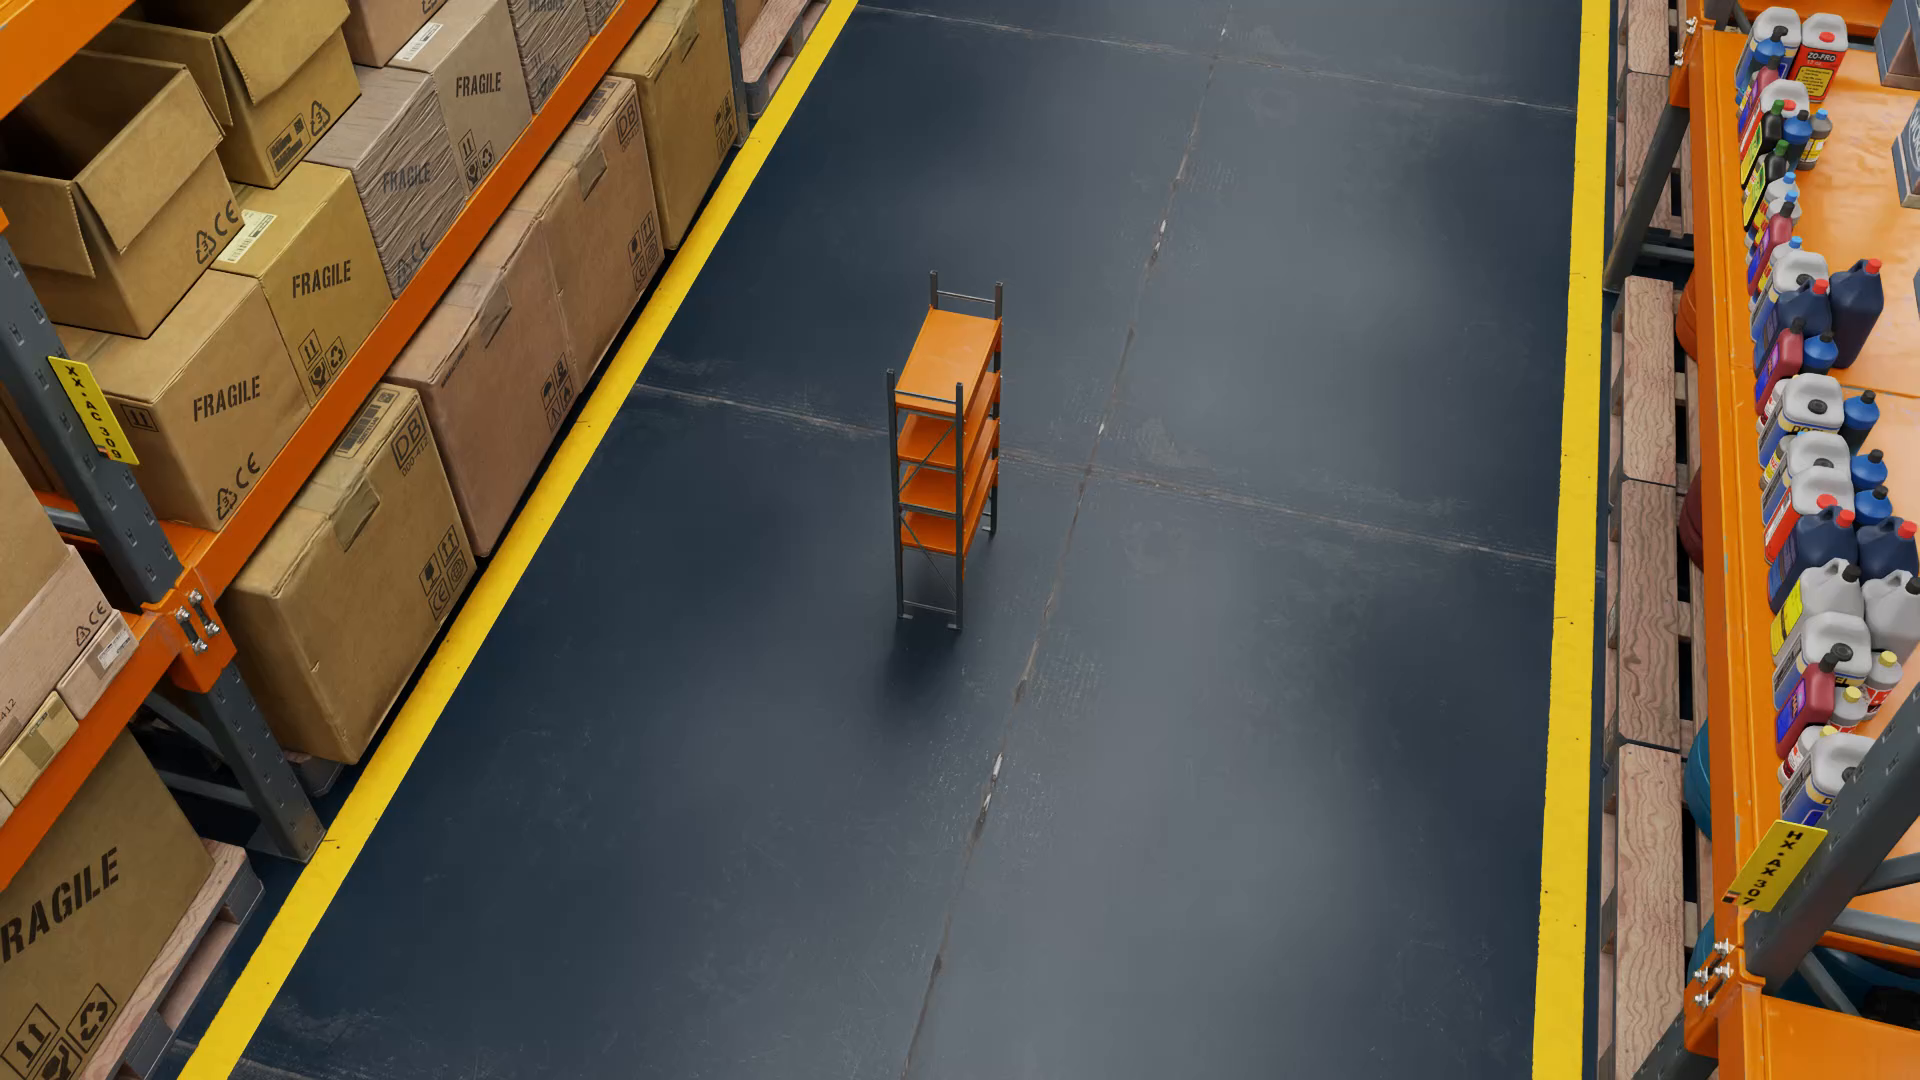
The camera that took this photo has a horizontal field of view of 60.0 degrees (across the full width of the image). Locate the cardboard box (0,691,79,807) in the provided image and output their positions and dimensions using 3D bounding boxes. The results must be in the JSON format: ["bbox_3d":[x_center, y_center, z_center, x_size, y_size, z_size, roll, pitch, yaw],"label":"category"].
[{"bbox_3d":[-2.388,0.461,4.010,0.380,0.149,0.250,12,50,11],"label":"cardboard box"}]

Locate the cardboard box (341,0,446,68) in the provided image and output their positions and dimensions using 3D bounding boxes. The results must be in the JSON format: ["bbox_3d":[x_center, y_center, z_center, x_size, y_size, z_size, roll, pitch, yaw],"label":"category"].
[{"bbox_3d":[-2.055,-1.870,5.164,0.797,0.503,0.637,13,50,11],"label":"cardboard box"}]

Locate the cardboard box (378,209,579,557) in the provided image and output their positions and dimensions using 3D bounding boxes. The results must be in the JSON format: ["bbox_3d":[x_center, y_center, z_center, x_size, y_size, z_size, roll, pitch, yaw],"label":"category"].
[{"bbox_3d":[-2.172,-0.643,5.954,1.225,0.875,0.875,10,49,9],"label":"cardboard box"}]

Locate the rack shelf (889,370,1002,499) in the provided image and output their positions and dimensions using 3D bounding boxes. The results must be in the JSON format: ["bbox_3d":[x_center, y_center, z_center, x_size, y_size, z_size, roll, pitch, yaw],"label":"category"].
[{"bbox_3d":[-0.044,-0.381,5.577,0.258,0.148,0.480,12,50,10],"label":"rack shelf"}]

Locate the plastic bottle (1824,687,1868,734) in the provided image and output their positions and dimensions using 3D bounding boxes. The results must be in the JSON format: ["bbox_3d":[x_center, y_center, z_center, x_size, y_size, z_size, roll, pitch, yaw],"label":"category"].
[{"bbox_3d":[2.112,0.426,4.006,0.097,0.201,0.097,0,49,0],"label":"plastic bottle"}]

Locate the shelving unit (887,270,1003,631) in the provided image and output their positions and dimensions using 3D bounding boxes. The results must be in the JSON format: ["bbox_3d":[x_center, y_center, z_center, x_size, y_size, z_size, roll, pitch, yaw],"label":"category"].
[{"bbox_3d":[-0.044,-0.277,5.694,0.258,1.200,0.503,12,50,10],"label":"shelving unit"}]

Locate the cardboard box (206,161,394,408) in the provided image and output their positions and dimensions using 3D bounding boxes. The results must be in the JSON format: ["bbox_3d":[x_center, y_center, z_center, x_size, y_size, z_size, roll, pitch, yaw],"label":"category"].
[{"bbox_3d":[-2.062,-0.774,4.866,0.500,0.500,0.500,12,50,10],"label":"cardboard box"}]

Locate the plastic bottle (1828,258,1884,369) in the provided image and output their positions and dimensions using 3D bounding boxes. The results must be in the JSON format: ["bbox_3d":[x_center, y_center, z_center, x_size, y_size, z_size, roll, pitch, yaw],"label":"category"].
[{"bbox_3d":[2.621,-0.694,4.895,0.144,0.351,0.185,12,50,10],"label":"plastic bottle"}]

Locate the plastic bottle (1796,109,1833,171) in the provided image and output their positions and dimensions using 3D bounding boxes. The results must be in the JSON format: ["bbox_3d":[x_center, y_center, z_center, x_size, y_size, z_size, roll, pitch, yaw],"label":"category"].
[{"bbox_3d":[2.853,-1.349,5.573,0.097,0.201,0.097,0,49,0],"label":"plastic bottle"}]

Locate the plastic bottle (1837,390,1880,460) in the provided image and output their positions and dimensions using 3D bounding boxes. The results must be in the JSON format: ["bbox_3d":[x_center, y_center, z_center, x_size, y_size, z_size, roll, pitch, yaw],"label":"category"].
[{"bbox_3d":[2.465,-0.306,4.605,0.097,0.271,0.097,0,49,0],"label":"plastic bottle"}]

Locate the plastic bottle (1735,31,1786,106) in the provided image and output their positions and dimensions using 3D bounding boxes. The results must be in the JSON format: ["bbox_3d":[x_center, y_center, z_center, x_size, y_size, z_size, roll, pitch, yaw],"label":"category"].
[{"bbox_3d":[2.793,-1.640,5.782,0.097,0.271,0.097,0,49,0],"label":"plastic bottle"}]

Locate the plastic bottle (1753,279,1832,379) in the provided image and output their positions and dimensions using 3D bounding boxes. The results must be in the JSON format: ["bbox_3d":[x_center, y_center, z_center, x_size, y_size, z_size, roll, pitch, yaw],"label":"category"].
[{"bbox_3d":[2.439,-0.627,4.835,0.144,0.351,0.185,12,50,10],"label":"plastic bottle"}]

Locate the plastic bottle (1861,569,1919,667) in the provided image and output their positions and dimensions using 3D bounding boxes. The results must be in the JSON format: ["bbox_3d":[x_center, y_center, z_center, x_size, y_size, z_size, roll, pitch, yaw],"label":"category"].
[{"bbox_3d":[2.288,0.199,4.107,0.144,0.351,0.185,12,50,10],"label":"plastic bottle"}]

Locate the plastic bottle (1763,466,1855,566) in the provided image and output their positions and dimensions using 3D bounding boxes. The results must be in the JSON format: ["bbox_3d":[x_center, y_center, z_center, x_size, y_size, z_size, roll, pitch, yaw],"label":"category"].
[{"bbox_3d":[2.243,-0.054,4.379,0.152,0.276,0.135,12,50,10],"label":"plastic bottle"}]

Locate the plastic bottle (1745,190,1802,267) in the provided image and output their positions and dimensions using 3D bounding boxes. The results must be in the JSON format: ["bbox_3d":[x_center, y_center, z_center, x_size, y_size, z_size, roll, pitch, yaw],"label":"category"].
[{"bbox_3d":[2.549,-0.971,5.192,0.097,0.271,0.097,0,49,0],"label":"plastic bottle"}]

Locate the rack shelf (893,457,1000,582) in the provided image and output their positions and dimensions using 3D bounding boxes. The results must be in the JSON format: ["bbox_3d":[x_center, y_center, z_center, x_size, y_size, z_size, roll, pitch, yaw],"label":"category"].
[{"bbox_3d":[-0.044,-0.101,5.894,0.258,0.148,0.480,12,50,10],"label":"rack shelf"}]

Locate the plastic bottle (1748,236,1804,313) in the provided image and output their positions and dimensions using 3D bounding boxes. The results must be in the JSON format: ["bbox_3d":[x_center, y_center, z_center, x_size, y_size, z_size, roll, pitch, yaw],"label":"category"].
[{"bbox_3d":[2.489,-0.804,5.045,0.097,0.271,0.097,0,49,0],"label":"plastic bottle"}]

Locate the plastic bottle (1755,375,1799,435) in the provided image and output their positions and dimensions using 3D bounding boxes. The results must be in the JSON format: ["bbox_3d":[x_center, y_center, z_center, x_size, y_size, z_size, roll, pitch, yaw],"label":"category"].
[{"bbox_3d":[2.344,-0.383,4.720,0.097,0.201,0.097,0,49,0],"label":"plastic bottle"}]

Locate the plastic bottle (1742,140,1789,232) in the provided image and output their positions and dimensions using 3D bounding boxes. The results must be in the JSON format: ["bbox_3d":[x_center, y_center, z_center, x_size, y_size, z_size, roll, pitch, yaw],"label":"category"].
[{"bbox_3d":[2.588,-1.133,5.327,0.061,0.283,0.133,12,50,10],"label":"plastic bottle"}]

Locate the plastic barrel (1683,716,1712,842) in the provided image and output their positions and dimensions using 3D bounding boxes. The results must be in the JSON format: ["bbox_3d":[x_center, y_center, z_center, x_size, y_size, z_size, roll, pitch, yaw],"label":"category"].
[{"bbox_3d":[2.569,0.536,4.895,0.600,0.901,0.708,12,50,10],"label":"plastic barrel"}]

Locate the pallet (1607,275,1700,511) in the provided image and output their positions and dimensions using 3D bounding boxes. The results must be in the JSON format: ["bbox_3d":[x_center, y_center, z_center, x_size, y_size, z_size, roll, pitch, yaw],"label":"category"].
[{"bbox_3d":[3.108,-0.509,6.558,1.003,0.211,1.213,12,50,10],"label":"pallet"}]

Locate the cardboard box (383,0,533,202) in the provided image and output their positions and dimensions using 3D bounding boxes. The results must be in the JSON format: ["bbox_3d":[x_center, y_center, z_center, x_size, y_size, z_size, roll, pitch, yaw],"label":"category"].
[{"bbox_3d":[-1.799,-1.511,5.516,0.500,0.500,0.500,12,50,11],"label":"cardboard box"}]

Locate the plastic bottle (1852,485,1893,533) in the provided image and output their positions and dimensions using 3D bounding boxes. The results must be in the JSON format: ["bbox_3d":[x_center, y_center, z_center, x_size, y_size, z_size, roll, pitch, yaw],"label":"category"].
[{"bbox_3d":[2.369,-0.041,4.371,0.097,0.271,0.097,0,49,0],"label":"plastic bottle"}]

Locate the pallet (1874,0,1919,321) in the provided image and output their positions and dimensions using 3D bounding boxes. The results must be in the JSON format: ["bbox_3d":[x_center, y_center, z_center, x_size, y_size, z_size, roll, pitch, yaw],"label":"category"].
[{"bbox_3d":[2.335,-0.633,2.933,1.213,0.211,1.003,12,50,10],"label":"pallet"}]

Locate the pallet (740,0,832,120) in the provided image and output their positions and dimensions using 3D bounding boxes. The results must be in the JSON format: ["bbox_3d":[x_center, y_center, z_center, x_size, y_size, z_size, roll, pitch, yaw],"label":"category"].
[{"bbox_3d":[-1.296,-2.630,8.430,1.003,0.211,1.213,12,50,10],"label":"pallet"}]

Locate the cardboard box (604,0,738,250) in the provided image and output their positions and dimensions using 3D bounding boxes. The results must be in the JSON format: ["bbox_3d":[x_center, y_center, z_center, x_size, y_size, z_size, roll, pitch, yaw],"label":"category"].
[{"bbox_3d":[-1.705,-1.928,7.088,1.225,0.875,0.875,9,49,8],"label":"cardboard box"}]

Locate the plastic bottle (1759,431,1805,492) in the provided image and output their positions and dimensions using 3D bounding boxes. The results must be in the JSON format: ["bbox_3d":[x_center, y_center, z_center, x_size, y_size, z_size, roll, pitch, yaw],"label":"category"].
[{"bbox_3d":[2.283,-0.216,4.572,0.097,0.201,0.097,0,49,0],"label":"plastic bottle"}]

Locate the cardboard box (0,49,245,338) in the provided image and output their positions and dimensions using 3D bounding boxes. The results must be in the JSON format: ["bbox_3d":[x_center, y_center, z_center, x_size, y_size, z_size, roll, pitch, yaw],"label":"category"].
[{"bbox_3d":[-2.396,-0.923,4.328,0.797,0.503,0.637,10,49,9],"label":"cardboard box"}]

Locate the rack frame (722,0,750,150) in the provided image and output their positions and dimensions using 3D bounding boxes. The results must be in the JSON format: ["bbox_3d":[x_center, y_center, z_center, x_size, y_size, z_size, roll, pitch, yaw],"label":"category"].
[{"bbox_3d":[-1.503,-2.987,6.886,1.000,3.000,0.127,12,50,10],"label":"rack frame"}]

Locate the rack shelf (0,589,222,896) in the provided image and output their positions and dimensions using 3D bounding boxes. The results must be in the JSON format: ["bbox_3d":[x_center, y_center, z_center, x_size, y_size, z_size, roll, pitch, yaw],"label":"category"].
[{"bbox_3d":[-3.082,1.591,3.325,1.077,0.370,4.000,12,50,10],"label":"rack shelf"}]

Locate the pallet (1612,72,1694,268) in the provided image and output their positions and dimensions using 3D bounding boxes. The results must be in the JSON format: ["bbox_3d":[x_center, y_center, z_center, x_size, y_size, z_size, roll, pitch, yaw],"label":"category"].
[{"bbox_3d":[3.517,-1.640,7.557,1.003,0.211,1.213,12,50,10],"label":"pallet"}]

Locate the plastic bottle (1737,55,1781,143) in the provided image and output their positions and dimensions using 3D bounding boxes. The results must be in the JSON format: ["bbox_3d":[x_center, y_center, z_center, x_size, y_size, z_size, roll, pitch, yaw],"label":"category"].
[{"bbox_3d":[2.719,-1.493,5.645,0.061,0.283,0.133,12,50,10],"label":"plastic bottle"}]

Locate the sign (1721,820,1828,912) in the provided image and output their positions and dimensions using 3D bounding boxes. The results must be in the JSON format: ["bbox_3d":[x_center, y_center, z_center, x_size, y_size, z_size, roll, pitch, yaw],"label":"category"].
[{"bbox_3d":[1.692,0.682,3.463,0.100,0.325,0.005,12,50,10],"label":"sign"}]

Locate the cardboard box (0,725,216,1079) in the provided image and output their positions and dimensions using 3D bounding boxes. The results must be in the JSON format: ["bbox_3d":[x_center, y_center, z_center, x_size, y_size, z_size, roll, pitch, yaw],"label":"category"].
[{"bbox_3d":[-2.807,0.932,4.564,0.875,0.875,0.875,12,50,10],"label":"cardboard box"}]

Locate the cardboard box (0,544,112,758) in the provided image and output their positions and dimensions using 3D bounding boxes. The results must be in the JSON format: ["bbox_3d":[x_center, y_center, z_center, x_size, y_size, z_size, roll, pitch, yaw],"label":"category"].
[{"bbox_3d":[-2.419,0.228,3.950,0.500,0.250,0.500,11,49,9],"label":"cardboard box"}]

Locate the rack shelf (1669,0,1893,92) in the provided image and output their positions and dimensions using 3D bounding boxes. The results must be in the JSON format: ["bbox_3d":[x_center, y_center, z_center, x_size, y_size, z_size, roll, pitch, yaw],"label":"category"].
[{"bbox_3d":[3.802,-3.219,7.570,1.077,0.370,4.000,12,50,10],"label":"rack shelf"}]

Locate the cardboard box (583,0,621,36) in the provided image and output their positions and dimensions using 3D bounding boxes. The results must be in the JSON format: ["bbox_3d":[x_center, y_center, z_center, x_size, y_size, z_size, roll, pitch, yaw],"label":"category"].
[{"bbox_3d":[-1.531,-2.255,6.173,0.500,0.500,0.500,11,50,10],"label":"cardboard box"}]

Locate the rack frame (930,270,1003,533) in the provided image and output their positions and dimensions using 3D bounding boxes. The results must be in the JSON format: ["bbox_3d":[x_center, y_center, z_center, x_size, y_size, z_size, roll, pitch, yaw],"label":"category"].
[{"bbox_3d":[0.021,-0.454,5.850,0.240,1.200,0.015,12,50,10],"label":"rack frame"}]

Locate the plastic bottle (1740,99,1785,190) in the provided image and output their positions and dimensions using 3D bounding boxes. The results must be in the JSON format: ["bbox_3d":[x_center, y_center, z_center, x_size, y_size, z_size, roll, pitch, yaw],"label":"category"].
[{"bbox_3d":[2.649,-1.300,5.474,0.061,0.283,0.133,12,50,10],"label":"plastic bottle"}]

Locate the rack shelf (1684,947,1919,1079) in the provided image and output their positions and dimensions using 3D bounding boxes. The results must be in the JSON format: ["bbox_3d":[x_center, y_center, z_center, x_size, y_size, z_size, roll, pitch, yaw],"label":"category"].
[{"bbox_3d":[1.696,2.568,2.463,1.077,0.370,4.000,12,50,10],"label":"rack shelf"}]

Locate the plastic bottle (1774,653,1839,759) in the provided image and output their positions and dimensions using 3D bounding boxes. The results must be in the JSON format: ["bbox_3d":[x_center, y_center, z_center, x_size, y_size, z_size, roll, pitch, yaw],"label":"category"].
[{"bbox_3d":[2.031,0.397,3.977,0.061,0.283,0.133,12,50,10],"label":"plastic bottle"}]

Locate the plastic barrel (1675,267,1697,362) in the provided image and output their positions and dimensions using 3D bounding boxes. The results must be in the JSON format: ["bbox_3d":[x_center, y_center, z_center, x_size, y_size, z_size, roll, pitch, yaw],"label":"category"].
[{"bbox_3d":[3.163,-1.074,6.364,0.600,0.830,0.708,12,50,10],"label":"plastic barrel"}]

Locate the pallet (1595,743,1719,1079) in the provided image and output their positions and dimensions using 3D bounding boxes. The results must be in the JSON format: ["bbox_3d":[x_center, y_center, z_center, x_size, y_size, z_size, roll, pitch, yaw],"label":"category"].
[{"bbox_3d":[2.466,1.256,5.001,1.003,0.211,1.213,12,50,10],"label":"pallet"}]

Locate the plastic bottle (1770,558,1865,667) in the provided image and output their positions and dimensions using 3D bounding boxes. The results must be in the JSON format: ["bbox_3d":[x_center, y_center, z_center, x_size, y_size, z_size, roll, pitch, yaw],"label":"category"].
[{"bbox_3d":[2.149,0.170,4.132,0.144,0.351,0.185,12,50,10],"label":"plastic bottle"}]

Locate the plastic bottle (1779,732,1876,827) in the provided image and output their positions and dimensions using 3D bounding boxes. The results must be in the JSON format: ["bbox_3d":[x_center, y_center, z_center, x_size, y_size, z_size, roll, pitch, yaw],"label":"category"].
[{"bbox_3d":[2.014,0.575,3.824,0.152,0.276,0.135,12,50,10],"label":"plastic bottle"}]
